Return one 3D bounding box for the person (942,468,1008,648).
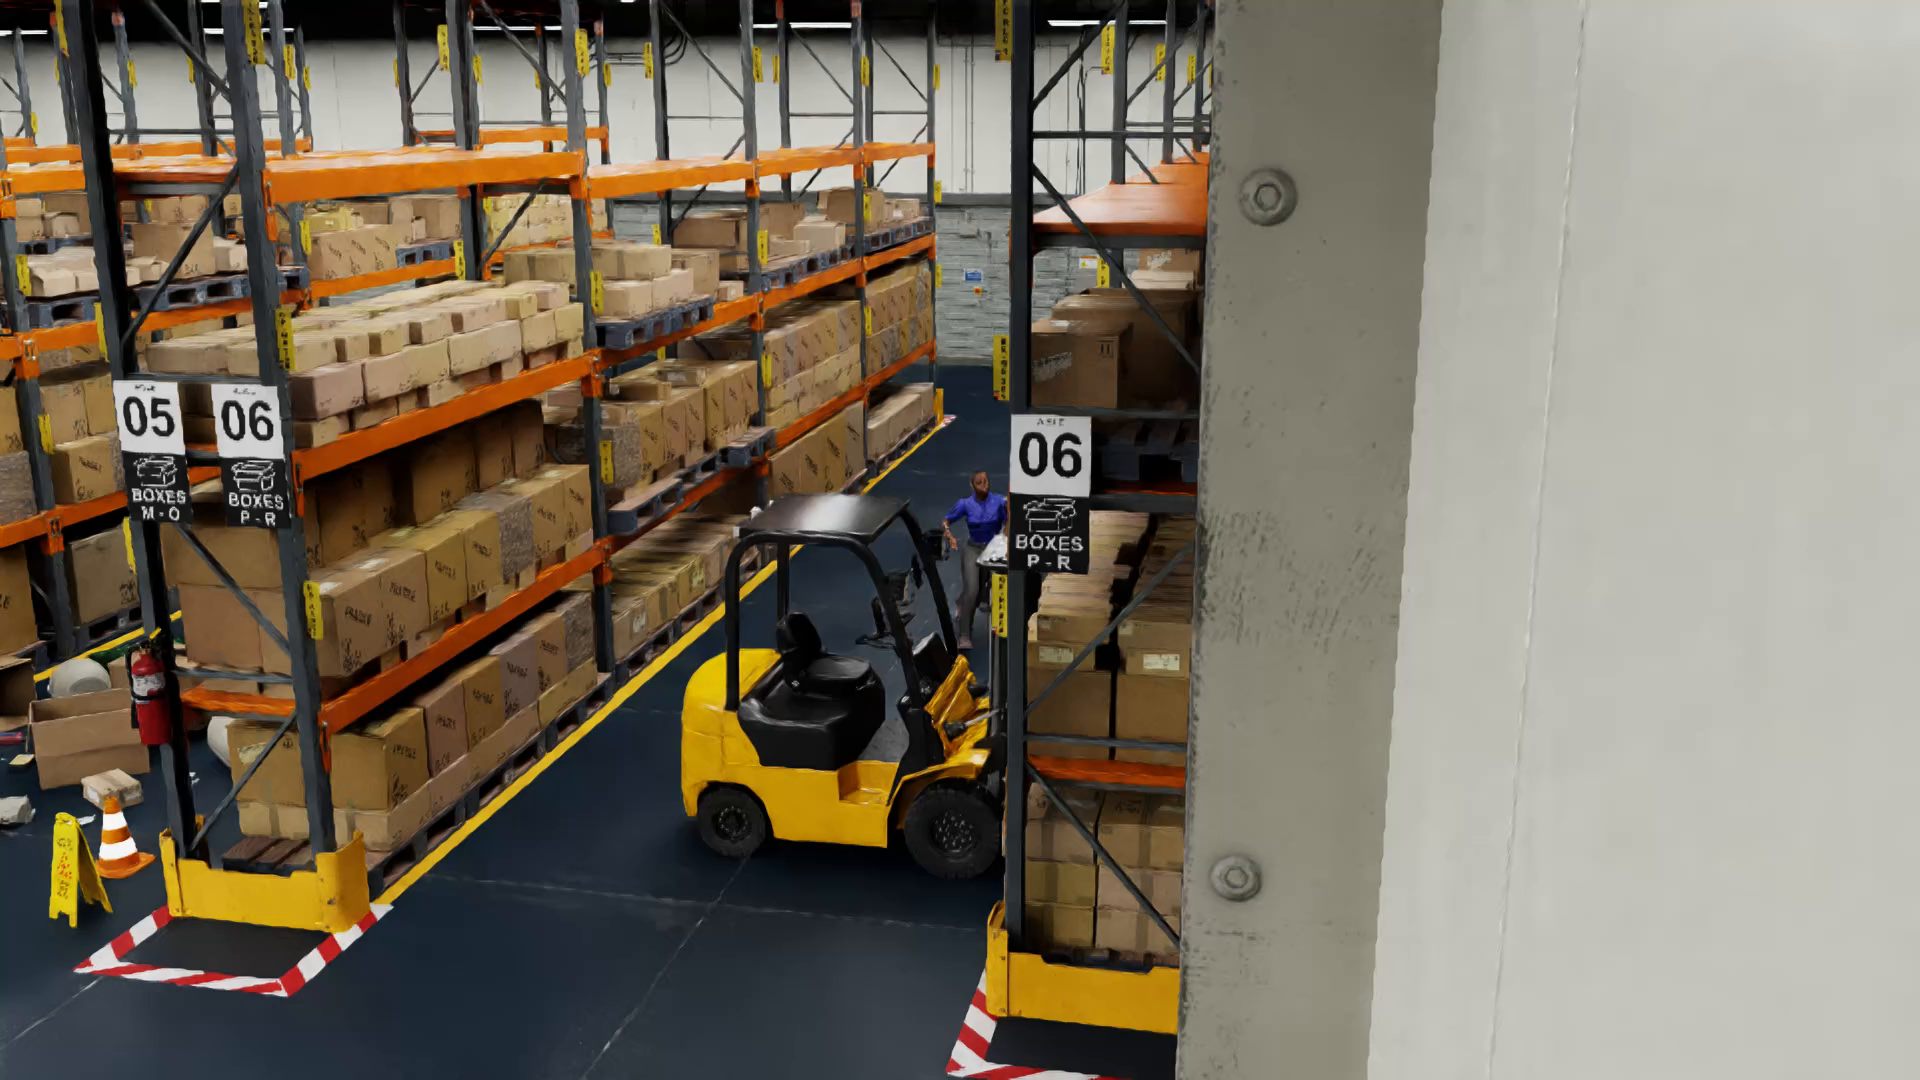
[{"bbox_3d":[0.171,0.110,14.832,0.637,1.524,0.910,-5,16,-19],"label":"person"}]
